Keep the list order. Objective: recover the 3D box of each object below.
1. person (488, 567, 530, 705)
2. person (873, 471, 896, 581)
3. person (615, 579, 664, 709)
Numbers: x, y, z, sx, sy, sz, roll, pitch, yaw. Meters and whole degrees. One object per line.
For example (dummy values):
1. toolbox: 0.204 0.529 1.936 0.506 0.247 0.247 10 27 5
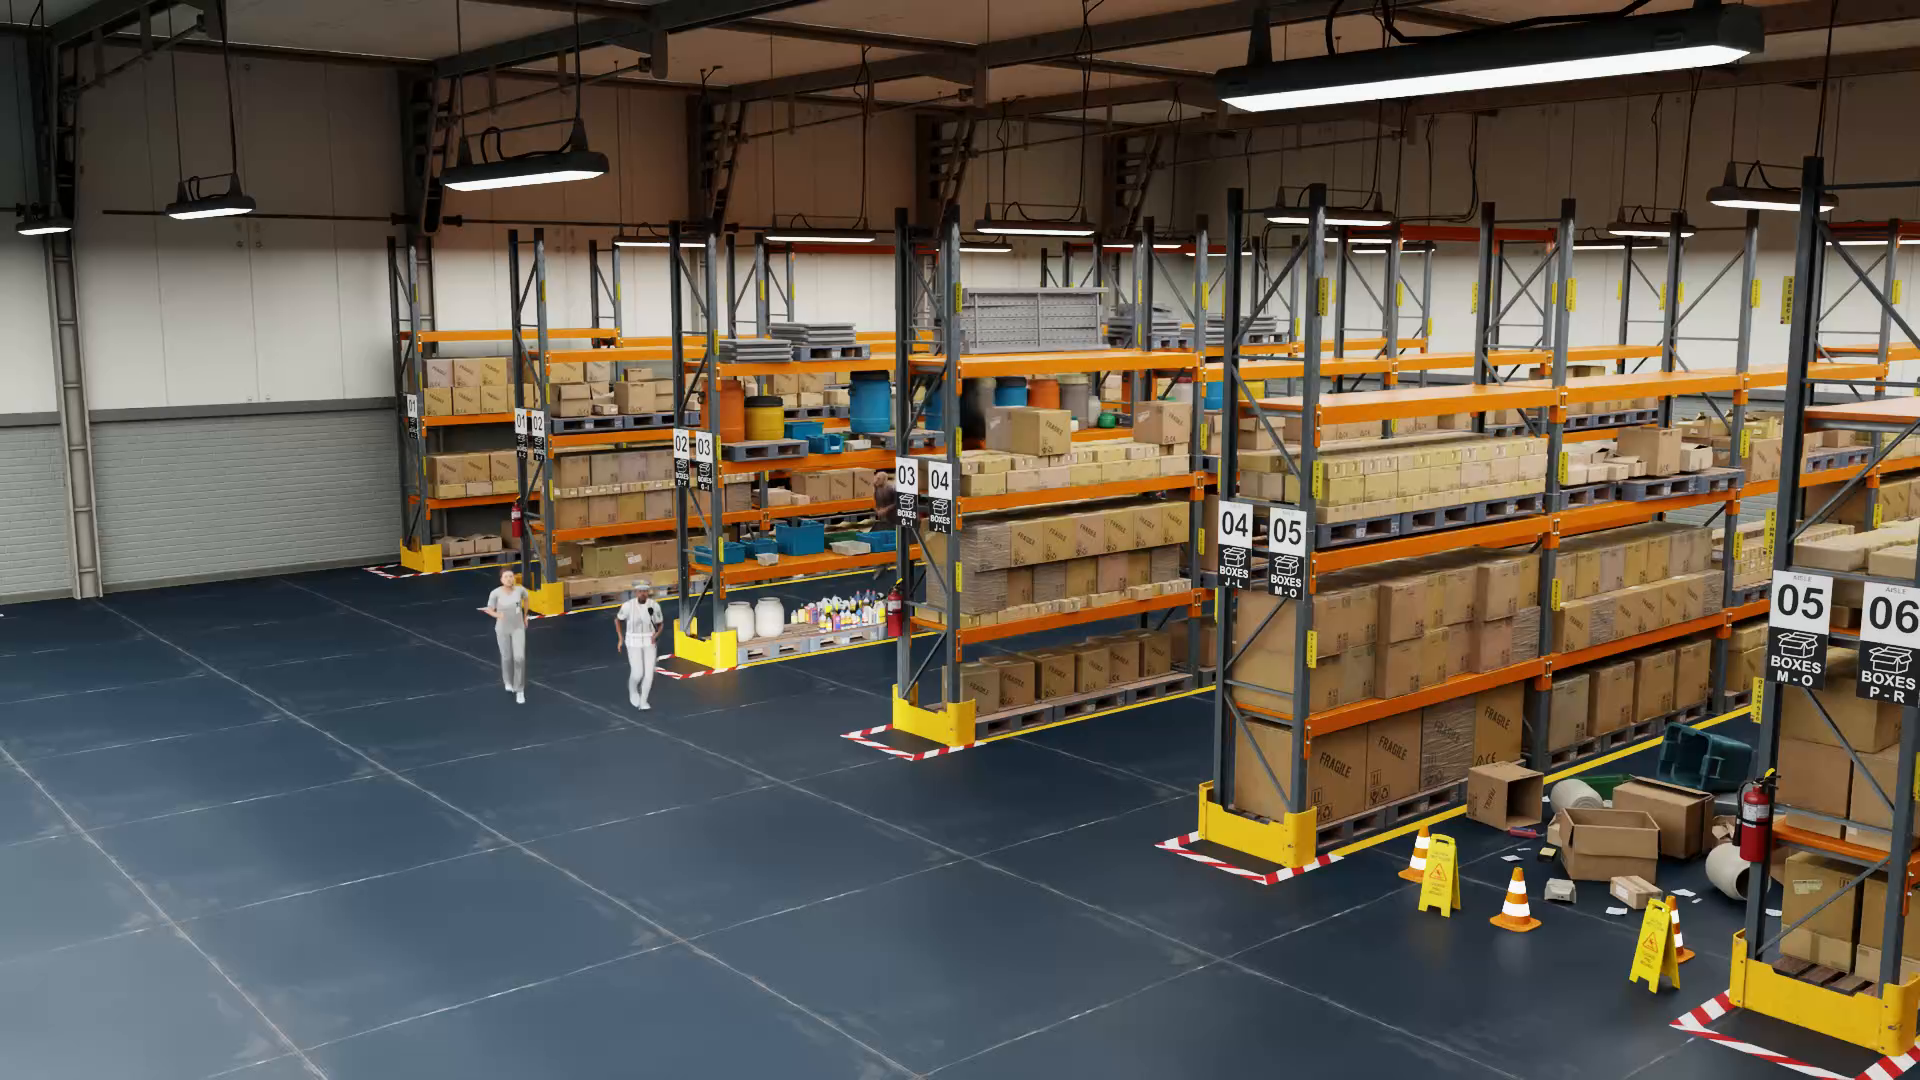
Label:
1. person: -5.621 1.169 20.770 0.507 1.710 0.809 -2 9 -14
2. person: -1.162 -0.276 28.234 0.729 1.842 0.971 7 11 38
3. person: -3.848 1.272 20.086 0.557 1.642 0.659 -3 9 -20
